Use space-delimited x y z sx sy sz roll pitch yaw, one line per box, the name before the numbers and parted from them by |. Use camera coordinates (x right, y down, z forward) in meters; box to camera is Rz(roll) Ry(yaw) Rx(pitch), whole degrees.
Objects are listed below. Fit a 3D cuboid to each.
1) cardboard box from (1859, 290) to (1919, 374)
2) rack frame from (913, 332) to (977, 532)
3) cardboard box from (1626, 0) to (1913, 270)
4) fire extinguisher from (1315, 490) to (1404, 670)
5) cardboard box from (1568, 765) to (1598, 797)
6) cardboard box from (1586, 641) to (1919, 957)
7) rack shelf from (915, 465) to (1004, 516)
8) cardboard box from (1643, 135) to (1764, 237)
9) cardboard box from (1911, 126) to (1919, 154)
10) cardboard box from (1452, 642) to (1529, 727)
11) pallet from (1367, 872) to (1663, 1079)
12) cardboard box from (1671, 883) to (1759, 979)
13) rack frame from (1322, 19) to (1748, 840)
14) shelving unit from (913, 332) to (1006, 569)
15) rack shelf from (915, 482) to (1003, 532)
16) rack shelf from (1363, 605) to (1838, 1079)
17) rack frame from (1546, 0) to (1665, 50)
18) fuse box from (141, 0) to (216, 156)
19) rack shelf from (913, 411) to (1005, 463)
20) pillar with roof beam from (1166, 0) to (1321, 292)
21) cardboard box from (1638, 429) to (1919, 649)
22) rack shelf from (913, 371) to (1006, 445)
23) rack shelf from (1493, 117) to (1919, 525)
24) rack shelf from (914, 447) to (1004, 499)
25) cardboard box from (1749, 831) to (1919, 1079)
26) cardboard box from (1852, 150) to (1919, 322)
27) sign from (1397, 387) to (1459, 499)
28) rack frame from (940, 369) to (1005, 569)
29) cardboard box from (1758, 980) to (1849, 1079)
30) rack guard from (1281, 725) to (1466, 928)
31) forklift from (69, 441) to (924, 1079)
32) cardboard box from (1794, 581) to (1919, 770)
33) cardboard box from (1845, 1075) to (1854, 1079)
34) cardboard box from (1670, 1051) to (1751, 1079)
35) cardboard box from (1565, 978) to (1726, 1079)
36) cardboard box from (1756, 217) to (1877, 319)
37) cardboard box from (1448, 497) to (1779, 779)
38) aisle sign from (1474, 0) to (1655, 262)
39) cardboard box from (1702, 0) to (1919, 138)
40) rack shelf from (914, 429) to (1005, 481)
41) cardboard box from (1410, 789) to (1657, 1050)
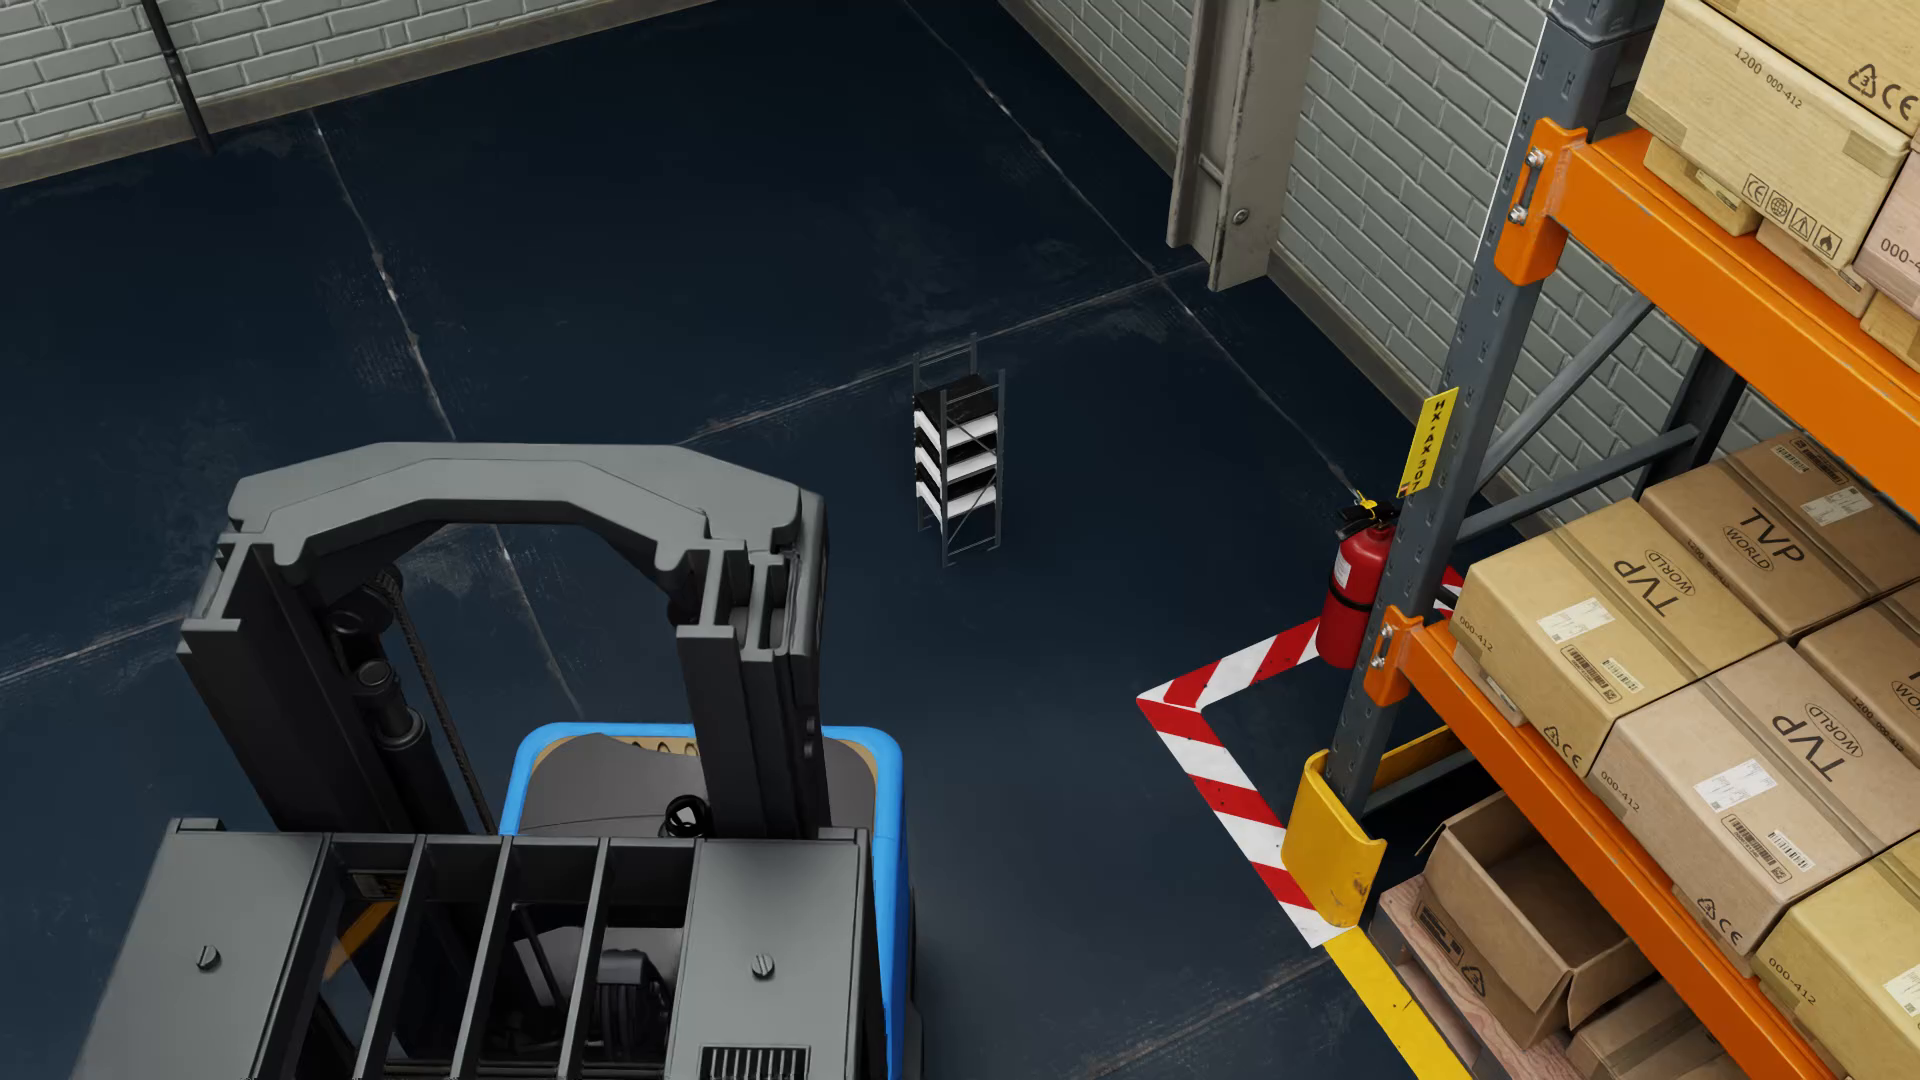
cardboard box | 1.759 -0.393 2.775 0.380 0.149 0.250 -21 52 -17
rack frame | -0.050 -0.370 5.976 0.240 0.900 0.006 -21 52 -18
cardboard box | 1.534 -0.771 2.841 0.500 0.250 0.500 -22 52 -18
fire extinguisher | 1.096 0.083 4.484 0.296 0.674 0.183 -21 52 -18
cardboard box | 1.638 0.426 4.052 0.380 0.149 0.250 -20 52 -17
cardboard box | 1.773 0.559 3.670 0.500 0.250 0.500 -21 52 -17
rack shelf | -0.004 -0.220 6.009 0.258 0.077 0.200 -21 52 -18
cardboard box | 1.513 -0.737 3.076 0.380 0.149 0.250 -20 52 -17
cardboard box | 1.770 -0.596 2.356 0.500 0.250 0.500 -22 52 -18
cardboard box | 1.480 0.271 4.187 0.380 0.149 0.250 -22 52 -18
pallet | 1.974 1.376 4.906 1.003 0.211 1.213 -21 52 -18
cardboard box | 1.850 0.780 3.742 0.380 0.149 0.250 -20 52 -16
rack frame | 1.574 -0.126 4.367 1.000 3.000 0.127 -21 52 -18
shelving unit | -0.004 -0.302 5.916 0.258 0.900 0.210 -21 52 -18
rack shelf | -0.004 -0.161 6.077 0.258 0.077 0.200 -21 52 -18
rack shelf | 2.489 1.450 3.467 1.077 0.370 4.000 -21 52 -18
rack frame | 1.574 -2.101 2.109 1.000 3.000 0.127 -21 52 -18
fuse box | -3.504 -2.381 7.196 0.539 1.711 0.414 -21 52 -18
rack shelf | -0.004 -0.398 5.806 0.258 0.077 0.200 -21 52 -18
pillar with roof beam | -2.686 -2.733 2.662 9.100 9.000 0.400 -21 52 -18
cardboard box | 2.020 0.042 4.123 0.500 0.250 0.500 -20 52 -16
rack shelf | -0.004 -0.458 5.738 0.258 0.077 0.200 -21 52 -18
rack shelf | 2.489 0.462 2.338 1.077 0.370 4.000 -21 52 -18
rack shelf | -0.004 -0.280 5.941 0.258 0.077 0.200 -21 52 -18
cardboard box | 2.008 0.897 3.374 0.500 0.250 0.500 -22 52 -18
cardboard box | 1.785 -0.438 2.549 0.500 0.250 0.500 -20 52 -17
sign | 1.092 -0.224 3.878 0.100 0.325 0.005 -21 52 -18
rack frame | 0.043 -0.234 5.857 0.240 0.900 0.006 -21 52 -18
cardboard box | 1.977 0.956 3.588 0.380 0.149 0.250 -20 52 -17
rack guard | 1.609 0.748 5.264 1.175 0.500 0.348 -21 52 -18
forklift | -0.686 1.341 3.129 1.130 2.935 3.031 1 49 1
cardboard box | 2.255 0.388 3.820 0.500 0.250 0.500 -21 52 -17
cardboard box | 2.026 1.151 3.418 0.380 0.149 0.250 -23 53 -19
cardboard box | 2.126 1.586 4.251 0.700 0.500 0.500 -19 52 -16
cardboard box | 1.929 1.414 4.635 0.380 0.149 0.250 -23 53 -19
cardboard box | 1.656 -0.571 2.931 0.380 0.149 0.250 -20 52 -17
cardboard box | 1.542 0.222 3.965 0.500 0.250 0.500 -21 52 -17
aisle sign | 1.282 -0.926 3.340 0.394 0.787 0.004 -21 52 -18
cardboard box | 1.554 -0.943 2.659 0.500 0.250 0.500 -22 52 -18
rack shelf | -0.004 -0.339 5.873 0.258 0.077 0.200 -21 52 -18
cardboard box | 1.770 1.000 4.762 0.797 0.503 0.637 -23 53 -19
